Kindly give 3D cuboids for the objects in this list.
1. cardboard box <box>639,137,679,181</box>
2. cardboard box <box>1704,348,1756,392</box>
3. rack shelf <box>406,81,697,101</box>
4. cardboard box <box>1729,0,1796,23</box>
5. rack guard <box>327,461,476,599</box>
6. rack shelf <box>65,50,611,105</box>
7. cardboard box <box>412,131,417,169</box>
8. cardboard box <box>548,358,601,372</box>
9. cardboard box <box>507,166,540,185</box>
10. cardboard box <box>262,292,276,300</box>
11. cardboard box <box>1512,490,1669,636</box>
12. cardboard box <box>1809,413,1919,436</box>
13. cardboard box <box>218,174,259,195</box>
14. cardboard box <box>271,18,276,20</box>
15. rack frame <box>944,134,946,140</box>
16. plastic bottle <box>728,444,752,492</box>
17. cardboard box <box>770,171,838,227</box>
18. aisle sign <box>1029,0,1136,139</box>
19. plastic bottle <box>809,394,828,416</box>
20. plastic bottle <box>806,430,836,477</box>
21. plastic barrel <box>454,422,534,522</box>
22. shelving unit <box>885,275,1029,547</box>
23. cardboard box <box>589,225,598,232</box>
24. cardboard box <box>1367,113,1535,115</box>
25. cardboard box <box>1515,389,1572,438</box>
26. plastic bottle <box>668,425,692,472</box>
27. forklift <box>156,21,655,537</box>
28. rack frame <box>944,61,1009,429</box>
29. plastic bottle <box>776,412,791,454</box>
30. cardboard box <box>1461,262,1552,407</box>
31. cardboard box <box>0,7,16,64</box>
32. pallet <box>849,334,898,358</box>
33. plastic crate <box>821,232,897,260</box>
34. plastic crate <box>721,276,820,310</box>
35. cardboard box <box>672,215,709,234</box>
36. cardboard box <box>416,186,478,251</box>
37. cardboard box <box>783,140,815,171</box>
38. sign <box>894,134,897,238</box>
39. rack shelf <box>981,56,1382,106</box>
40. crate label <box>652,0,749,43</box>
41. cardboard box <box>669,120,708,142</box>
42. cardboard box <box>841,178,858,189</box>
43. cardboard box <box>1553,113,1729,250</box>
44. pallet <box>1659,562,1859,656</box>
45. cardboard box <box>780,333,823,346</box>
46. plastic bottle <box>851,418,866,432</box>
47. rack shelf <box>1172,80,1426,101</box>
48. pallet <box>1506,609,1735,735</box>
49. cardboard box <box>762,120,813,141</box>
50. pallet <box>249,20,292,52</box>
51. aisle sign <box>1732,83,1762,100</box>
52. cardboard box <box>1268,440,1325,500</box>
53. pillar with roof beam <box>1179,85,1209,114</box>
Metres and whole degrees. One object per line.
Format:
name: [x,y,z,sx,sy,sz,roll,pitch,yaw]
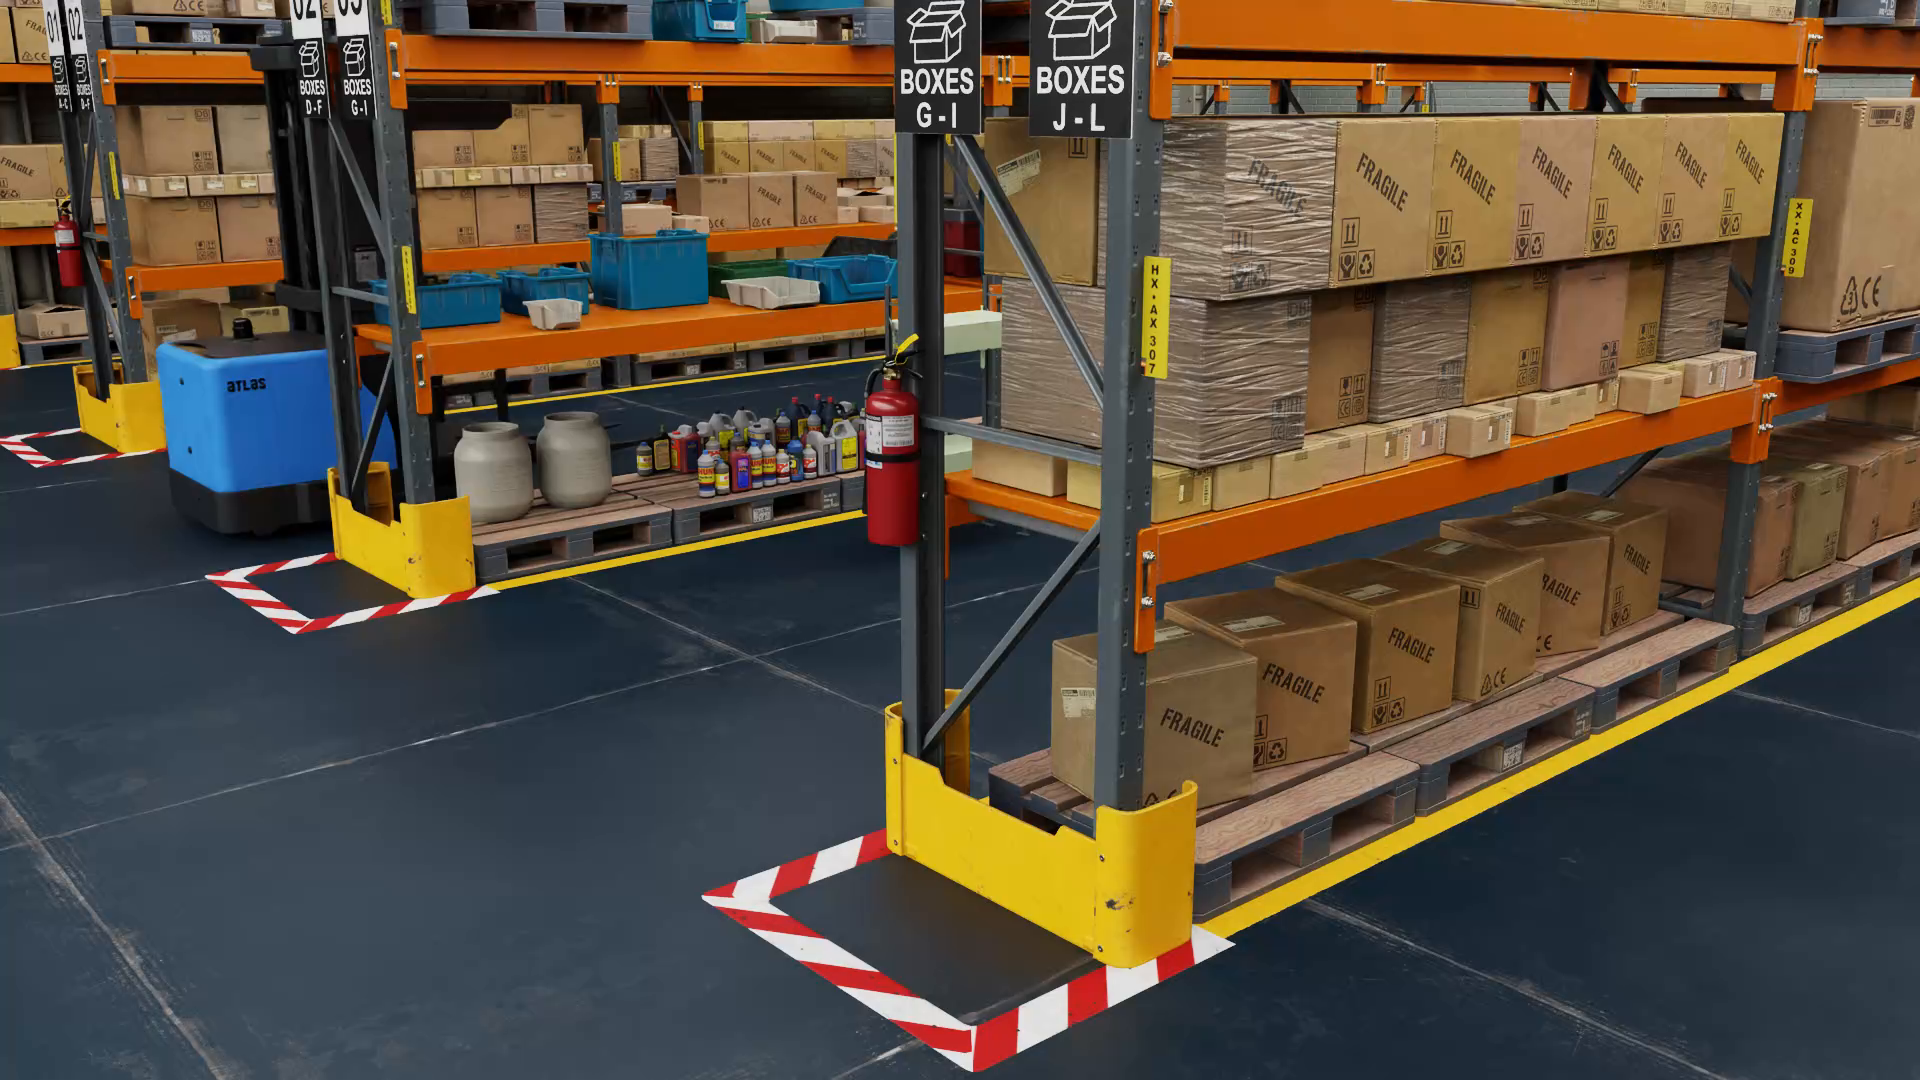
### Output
cardboard box: [-3.893,-4.721,20.565,0.700,0.500,0.500,13,20,40]
cardboard box: [3.223,-0.756,7.254,0.250,0.149,0.380,-13,19,-39]
rack shelf: [-5.054,-5.304,19.377,4.000,0.370,1.077,-13,19,-39]
cardboard box: [3.019,-2.220,6.725,0.500,0.250,0.500,-12,19,-37]
rack guard: [-3.051,-0.072,9.051,0.348,0.500,1.175,-13,19,-39]
rack shelf: [-4.817,-3.663,13.232,4.000,0.370,1.077,-13,19,-39]
cardboard box: [-4.775,-3.244,13.374,0.500,0.500,0.700,-13,19,-39]
cardboard box: [-3.515,-1.653,14.642,0.500,0.250,0.500,-13,19,-39]
cardboard box: [-3.757,-3.088,14.046,0.250,0.149,0.380,-13,20,-41]
cardboard box: [-5.372,-1.780,13.664,0.500,0.500,0.500,-13,19,-39]
cardboard box: [2.864,0.094,7.616,0.500,0.500,0.500,-13,20,-41]
cardboard box: [5.307,-0.440,9.574,0.700,0.500,0.500,14,20,42]
cardboard box: [-5.502,-2.696,12.580,0.250,0.149,0.380,-13,19,-39]
cardboard box: [-5.211,-4.240,13.085,0.500,0.311,0.500,-10,18,-33]
rack frame: [-0.528,-5.219,23.476,0.127,3.000,1.000,-13,19,-39]
plastic bottle: [-1.322,-0.439,9.992,0.133,0.283,0.061,-12,19,-38]
cardboard box: [-1.546,-3.339,16.243,0.500,0.500,0.500,-14,20,-42]
aisle sign: [0.324,-1.480,4.442,0.004,0.787,0.394,-13,19,-39]
plastic bottle: [-0.941,-0.812,11.258,0.185,0.351,0.144,-12,19,-38]
plastic bottle: [-0.870,-0.553,10.432,0.135,0.276,0.152,-12,19,-38]
plastic barrel: [-2.631,-0.385,9.385,0.421,0.512,0.421,0,15,0]
shelving unit: [-0.005,-0.723,9.552,0.755,1.500,0.431,-13,19,-39]
cardboard box: [-4.525,-3.692,20.298,0.500,0.250,0.500,-12,19,-38]
cardboard box: [1.932,-1.450,6.657,0.500,0.500,0.500,-13,19,-39]
cardboard box: [2.081,-0.505,6.314,0.250,0.149,0.380,-13,19,-39]
plastic bottle: [-1.771,-0.588,10.564,0.135,0.276,0.152,-12,19,-39]
forklift: [-3.428,-1.728,10.539,3.031,2.935,1.130,-12,19,-39]
rack frame: [-0.060,-1.935,11.182,0.127,3.000,1.000,-13,19,-39]
plastic bottle: [-1.170,-0.709,11.028,0.097,0.271,0.097,0,15,0]
cardboard box: [1.696,-0.840,6.312,0.500,0.500,0.875,-13,19,-39]
cardboard box: [-9.164,-4.701,15.493,0.500,0.500,0.500,-12,19,-38]
pallet: [-0.937,-2.099,17.198,1.213,0.211,1.003,-13,19,-39]
plastic crate: [-0.538,-1.841,10.951,0.504,0.338,0.767,-13,19,-39]
plastic crate: [-1.118,-1.483,10.002,0.437,0.136,0.530,-13,19,-39]
cardboard box: [-2.506,-2.889,15.240,0.250,0.149,0.380,-13,19,-39]
cardboard box: [-4.414,-2.697,13.841,0.500,0.500,0.700,-12,19,-39]
cardboard box: [-2.235,-4.946,21.647,0.500,0.500,0.500,-13,20,-40]
sign: [-0.175,-1.117,5.263,0.005,0.325,0.100,-13,19,-39]
rack shelf: [1.449,-3.376,12.156,4.000,0.370,1.077,-13,19,-39]
crate label: [-1.448,-2.888,9.224,0.408,0.251,0.502,-13,19,-39]
cardboard box: [-3.373,-5.233,21.266,0.500,0.250,0.500,-12,19,-38]
cardboard box: [-1.584,-4.788,22.312,0.250,0.149,0.380,-13,20,-41]
cardboard box: [2.657,-1.431,6.588,0.500,0.500,0.500,-13,19,-39]
pallet: [3.778,0.244,8.427,1.213,0.211,1.003,-13,19,-39]
cardboard box: [-1.682,-2.055,16.146,0.500,0.250,0.500,-12,19,-38]
plastic bottle: [-0.617,-0.659,10.829,0.135,0.276,0.152,-13,19,-39]
rack shelf: [4.235,-5.696,20.843,4.000,0.370,1.077,-13,19,-39]
pallet: [2.708,0.497,7.481,1.213,0.211,1.003,-13,19,-39]
cardboard box: [-2.254,-5.309,21.550,0.500,0.250,0.500,-12,19,-39]
pallet: [-4.855,-3.951,13.090,1.213,0.211,1.003,-13,19,-39]
aisle sign: [8.852,-5.294,18.719,0.004,0.787,0.394,-13,19,-39]
cardboard box: [0.945,-0.252,5.367,0.250,0.149,0.380,-13,19,-39]
pillar with roof beam: [6.785,-8.583,24.444,0.400,9.000,9.100,-13,19,-39]
